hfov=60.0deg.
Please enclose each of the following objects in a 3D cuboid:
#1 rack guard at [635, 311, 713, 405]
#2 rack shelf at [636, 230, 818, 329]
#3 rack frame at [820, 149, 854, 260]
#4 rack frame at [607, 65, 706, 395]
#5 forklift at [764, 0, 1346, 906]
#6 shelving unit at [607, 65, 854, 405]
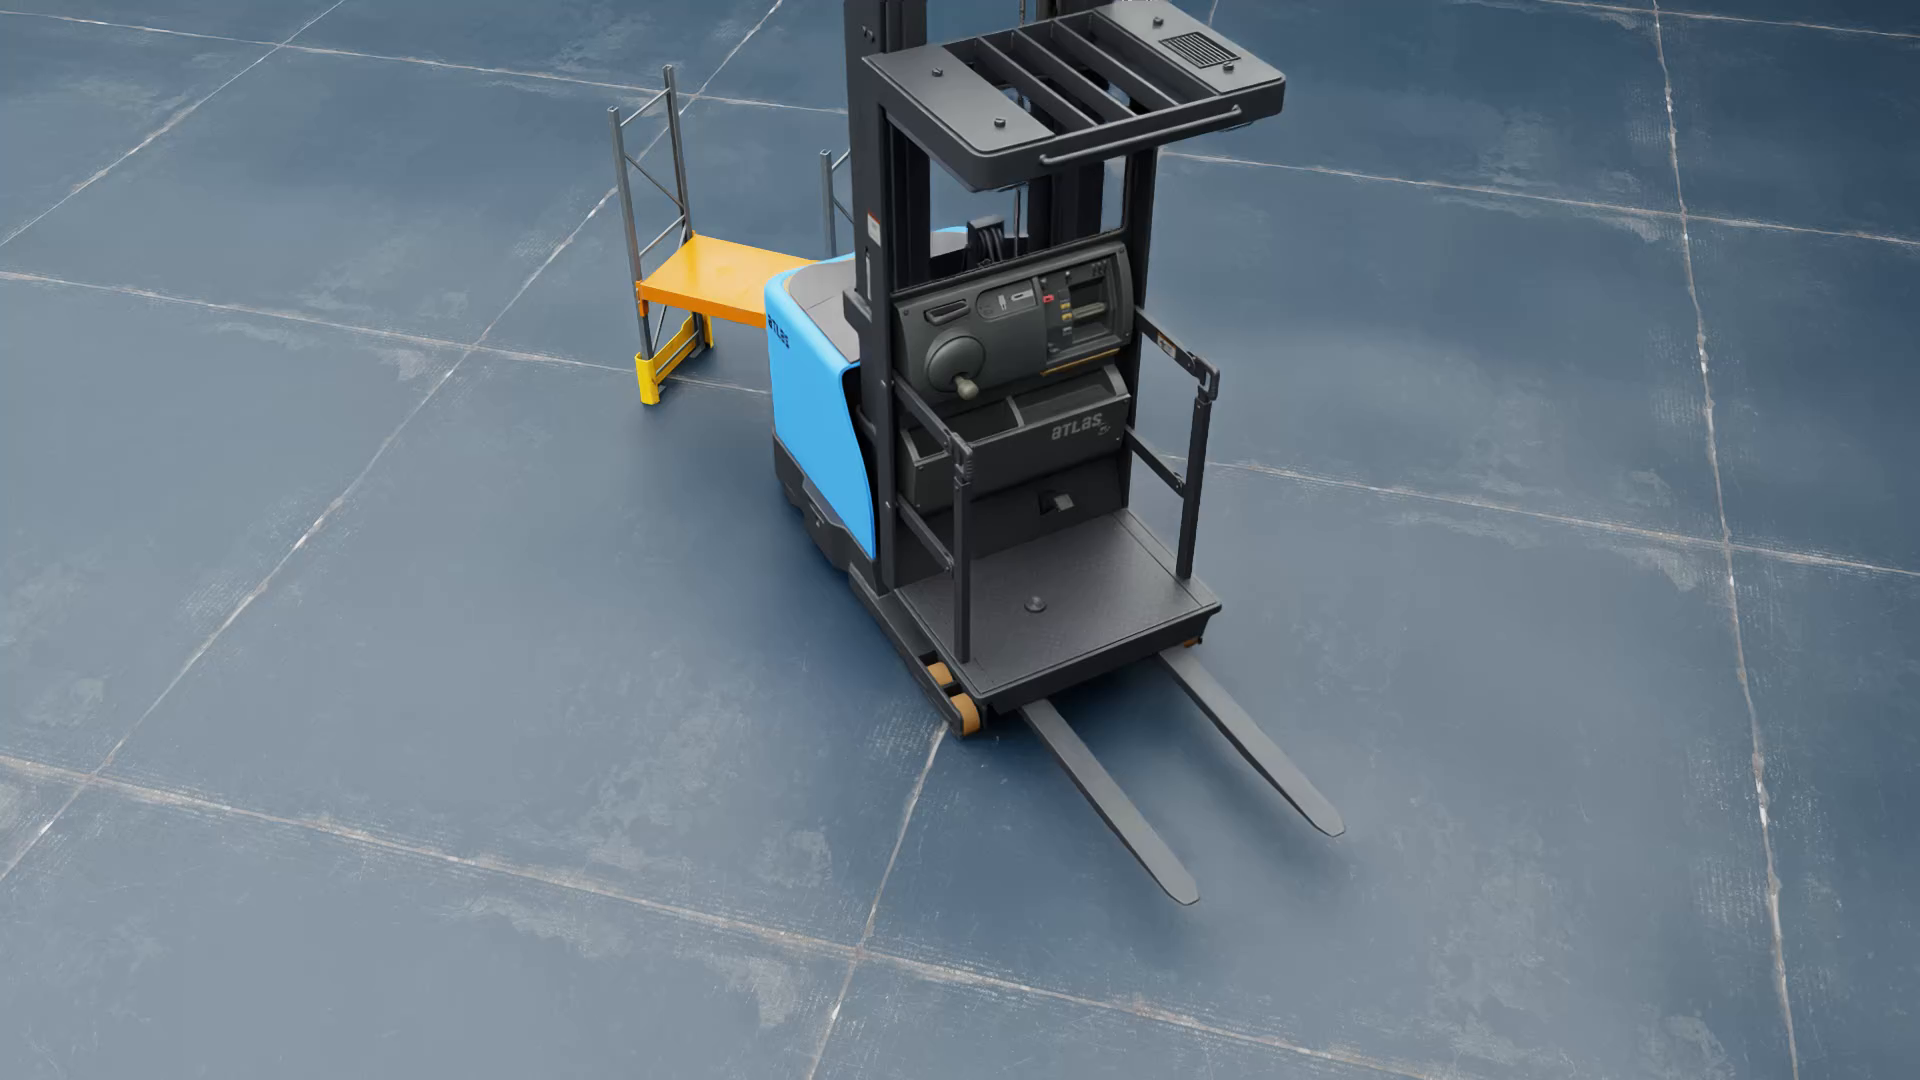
[{"bbox_3d":[-1.396,-0.927,8.160,0.087,0.250,0.587,15,42,17],"label":"rack guard"},{"bbox_3d":[-0.930,-1.140,7.721,1.000,0.185,0.538,15,42,17],"label":"rack shelf"},{"bbox_3d":[-0.462,-1.150,7.453,0.032,1.500,0.500,15,42,17],"label":"rack frame"},{"bbox_3d":[-1.397,-1.406,7.758,0.032,1.500,0.500,15,42,17],"label":"rack frame"},{"bbox_3d":[0.314,-0.707,5.812,1.130,2.935,3.031,-19,44,-21],"label":"forklift"},{"bbox_3d":[-0.938,-1.280,7.608,1.083,1.500,0.587,15,42,17],"label":"shelving unit"}]
